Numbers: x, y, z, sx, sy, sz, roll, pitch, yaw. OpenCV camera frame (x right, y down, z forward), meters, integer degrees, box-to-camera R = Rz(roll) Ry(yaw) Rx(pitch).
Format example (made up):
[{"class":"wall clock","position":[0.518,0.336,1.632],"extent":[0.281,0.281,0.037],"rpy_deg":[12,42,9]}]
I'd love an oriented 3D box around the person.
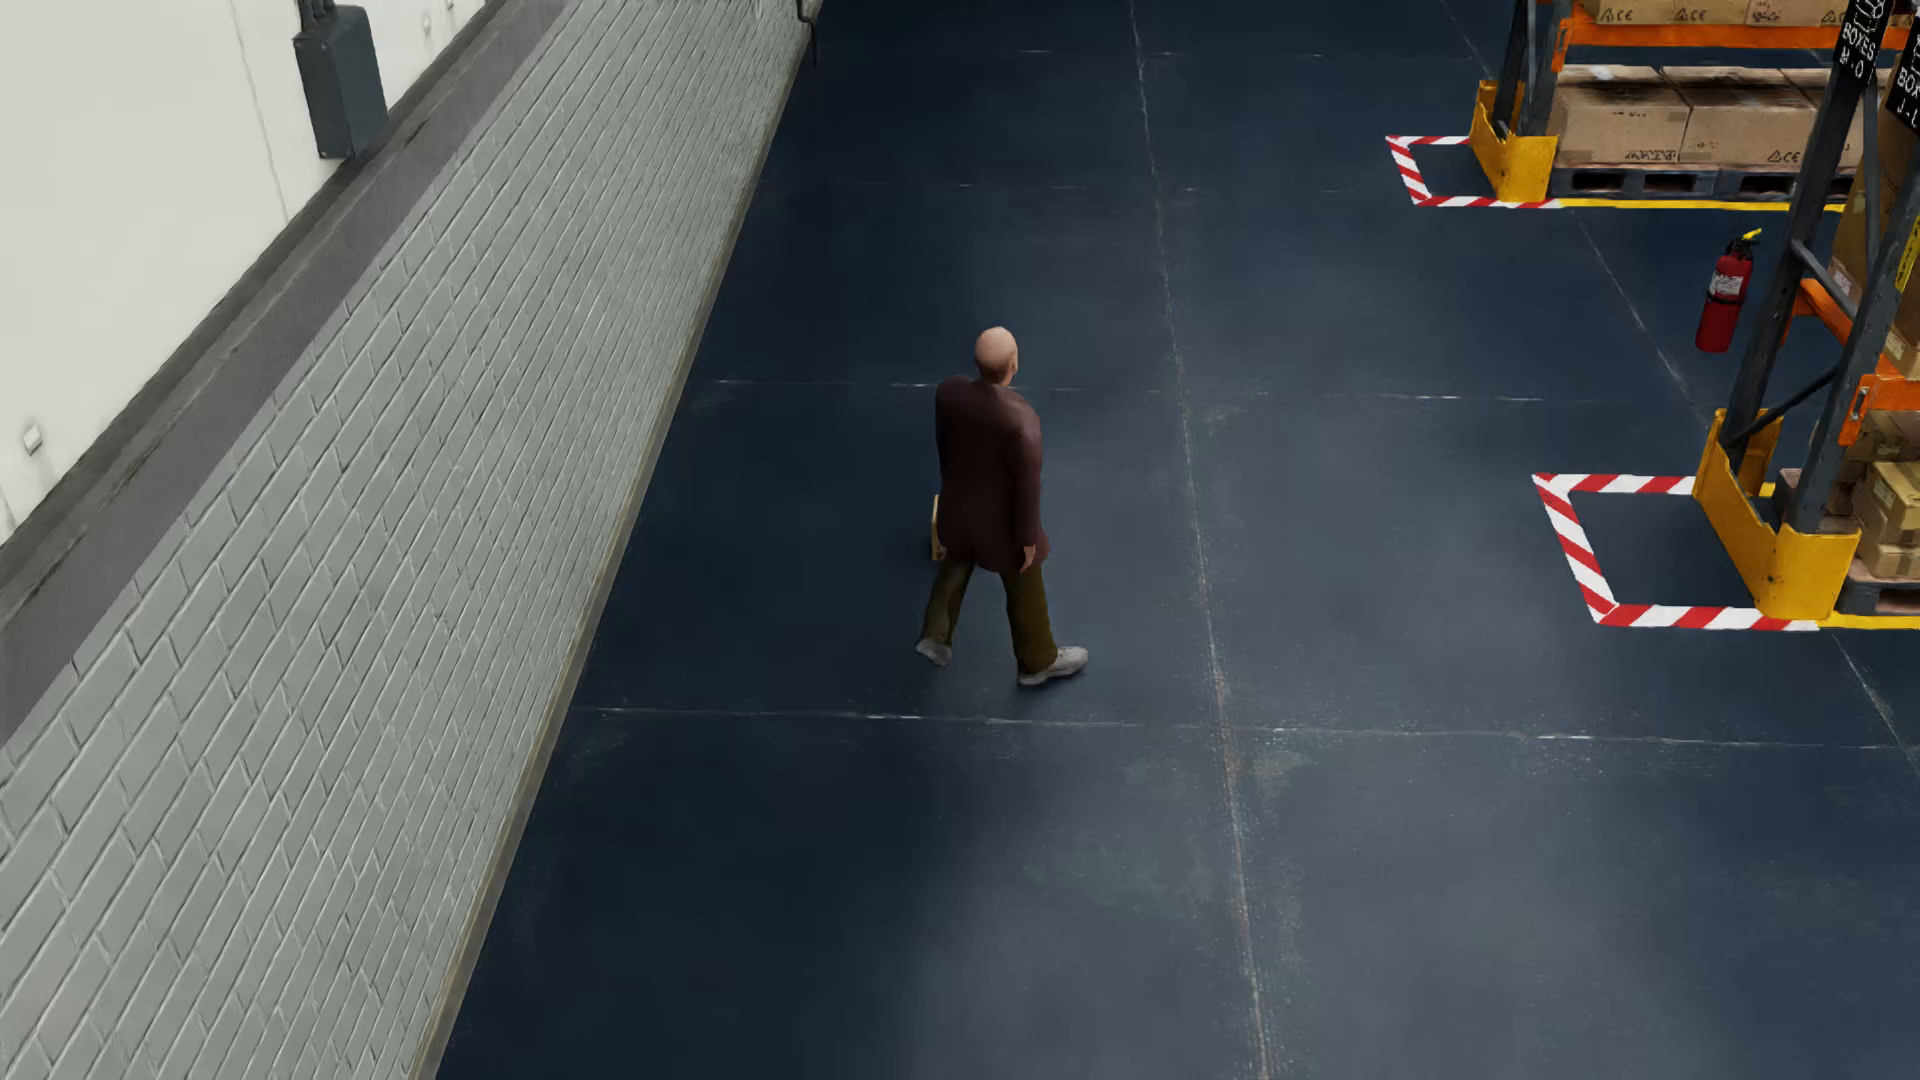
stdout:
[{"class":"person","position":[0.133,-0.104,7.250],"extent":[0.698,1.770,0.703],"rpy_deg":[22,41,28]}]
